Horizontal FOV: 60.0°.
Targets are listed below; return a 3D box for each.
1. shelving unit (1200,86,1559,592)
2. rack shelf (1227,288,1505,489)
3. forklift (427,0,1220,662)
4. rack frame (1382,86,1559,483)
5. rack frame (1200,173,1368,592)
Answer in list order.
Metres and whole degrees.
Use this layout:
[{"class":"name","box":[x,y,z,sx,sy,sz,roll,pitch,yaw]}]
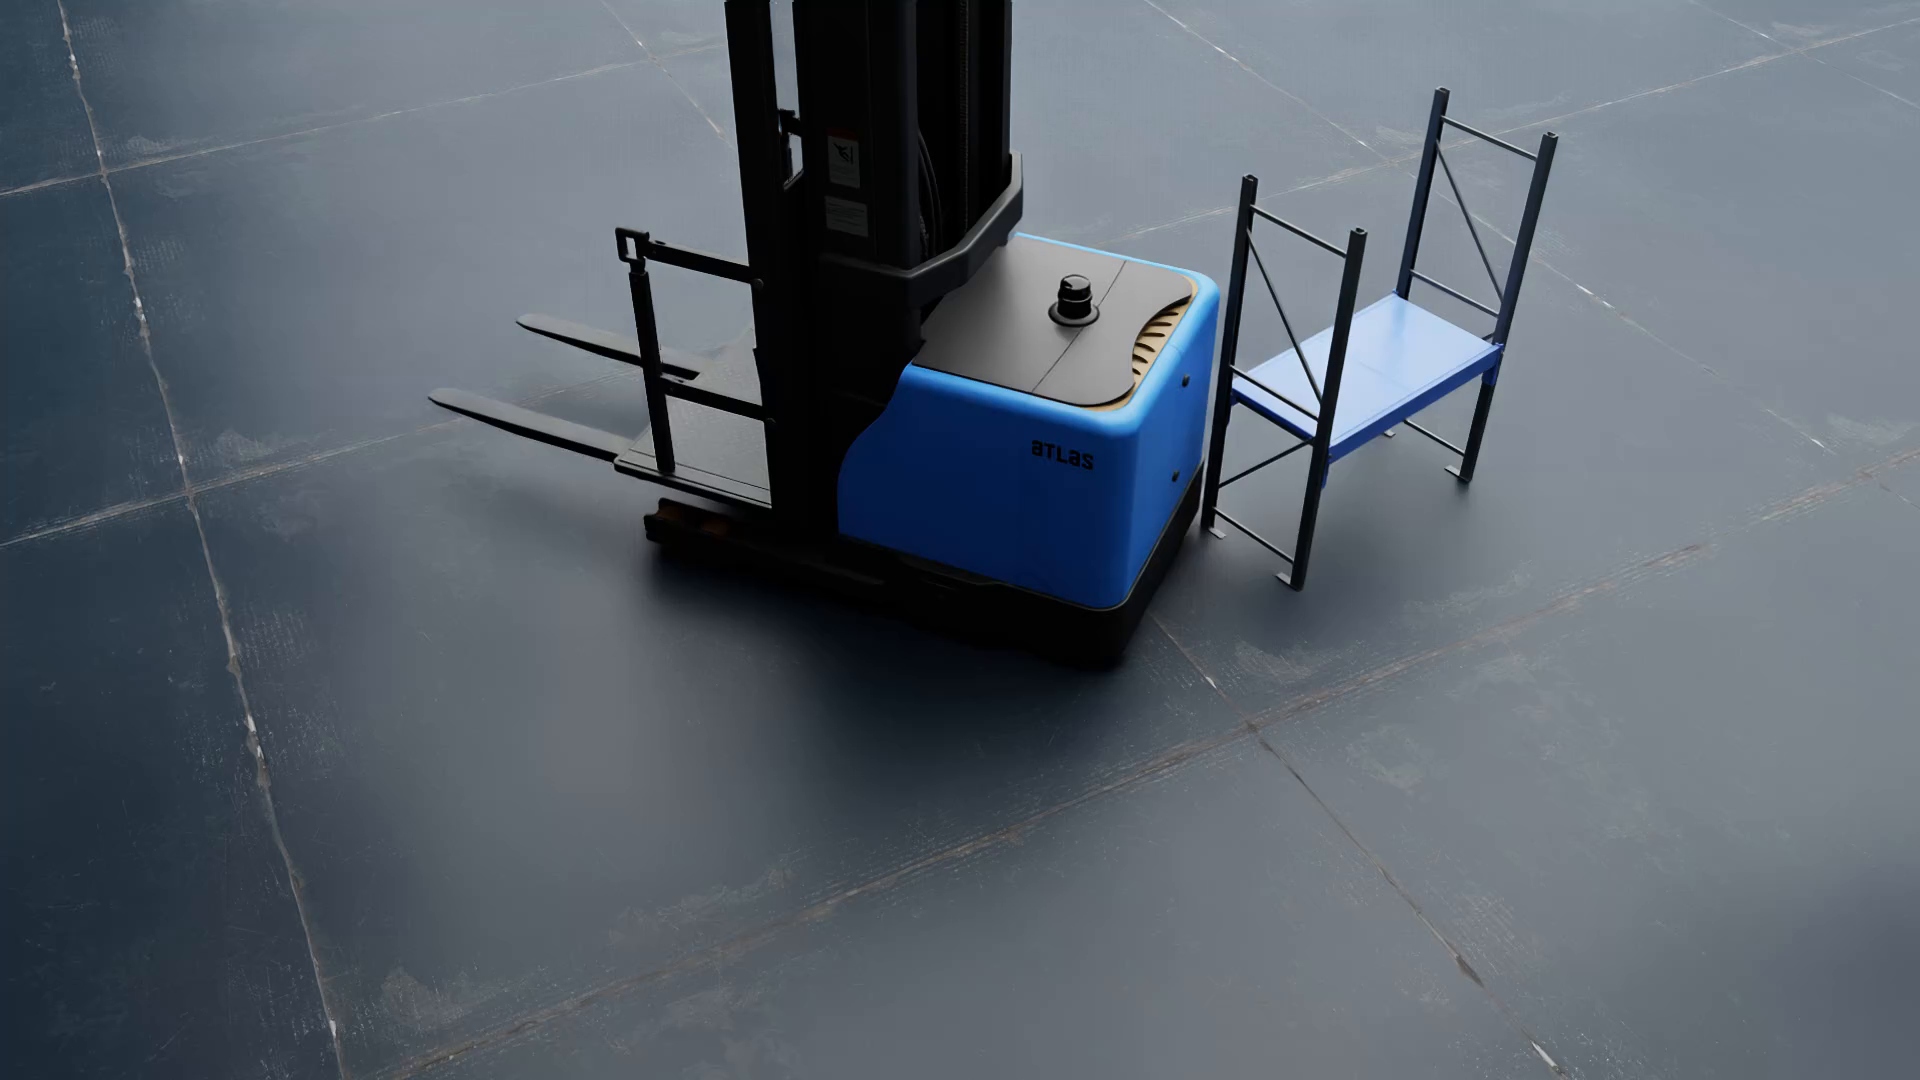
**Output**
[{"class":"shelving unit","box":[1.491,-0.721,6.071,1.048,1.500,0.538,-29,48,-29]},{"class":"rack shelf","box":[1.491,-0.583,6.187,1.000,0.185,0.538,-29,48,-29]},{"class":"forklift","box":[-0.638,-1.327,5.680,3.031,2.935,1.130,16,43,18]},{"class":"rack frame","box":[1.880,-0.932,6.321,0.032,1.500,0.500,-29,48,-29]},{"class":"rack frame","box":[1.103,-0.509,5.821,0.032,1.500,0.500,-29,48,-29]}]
